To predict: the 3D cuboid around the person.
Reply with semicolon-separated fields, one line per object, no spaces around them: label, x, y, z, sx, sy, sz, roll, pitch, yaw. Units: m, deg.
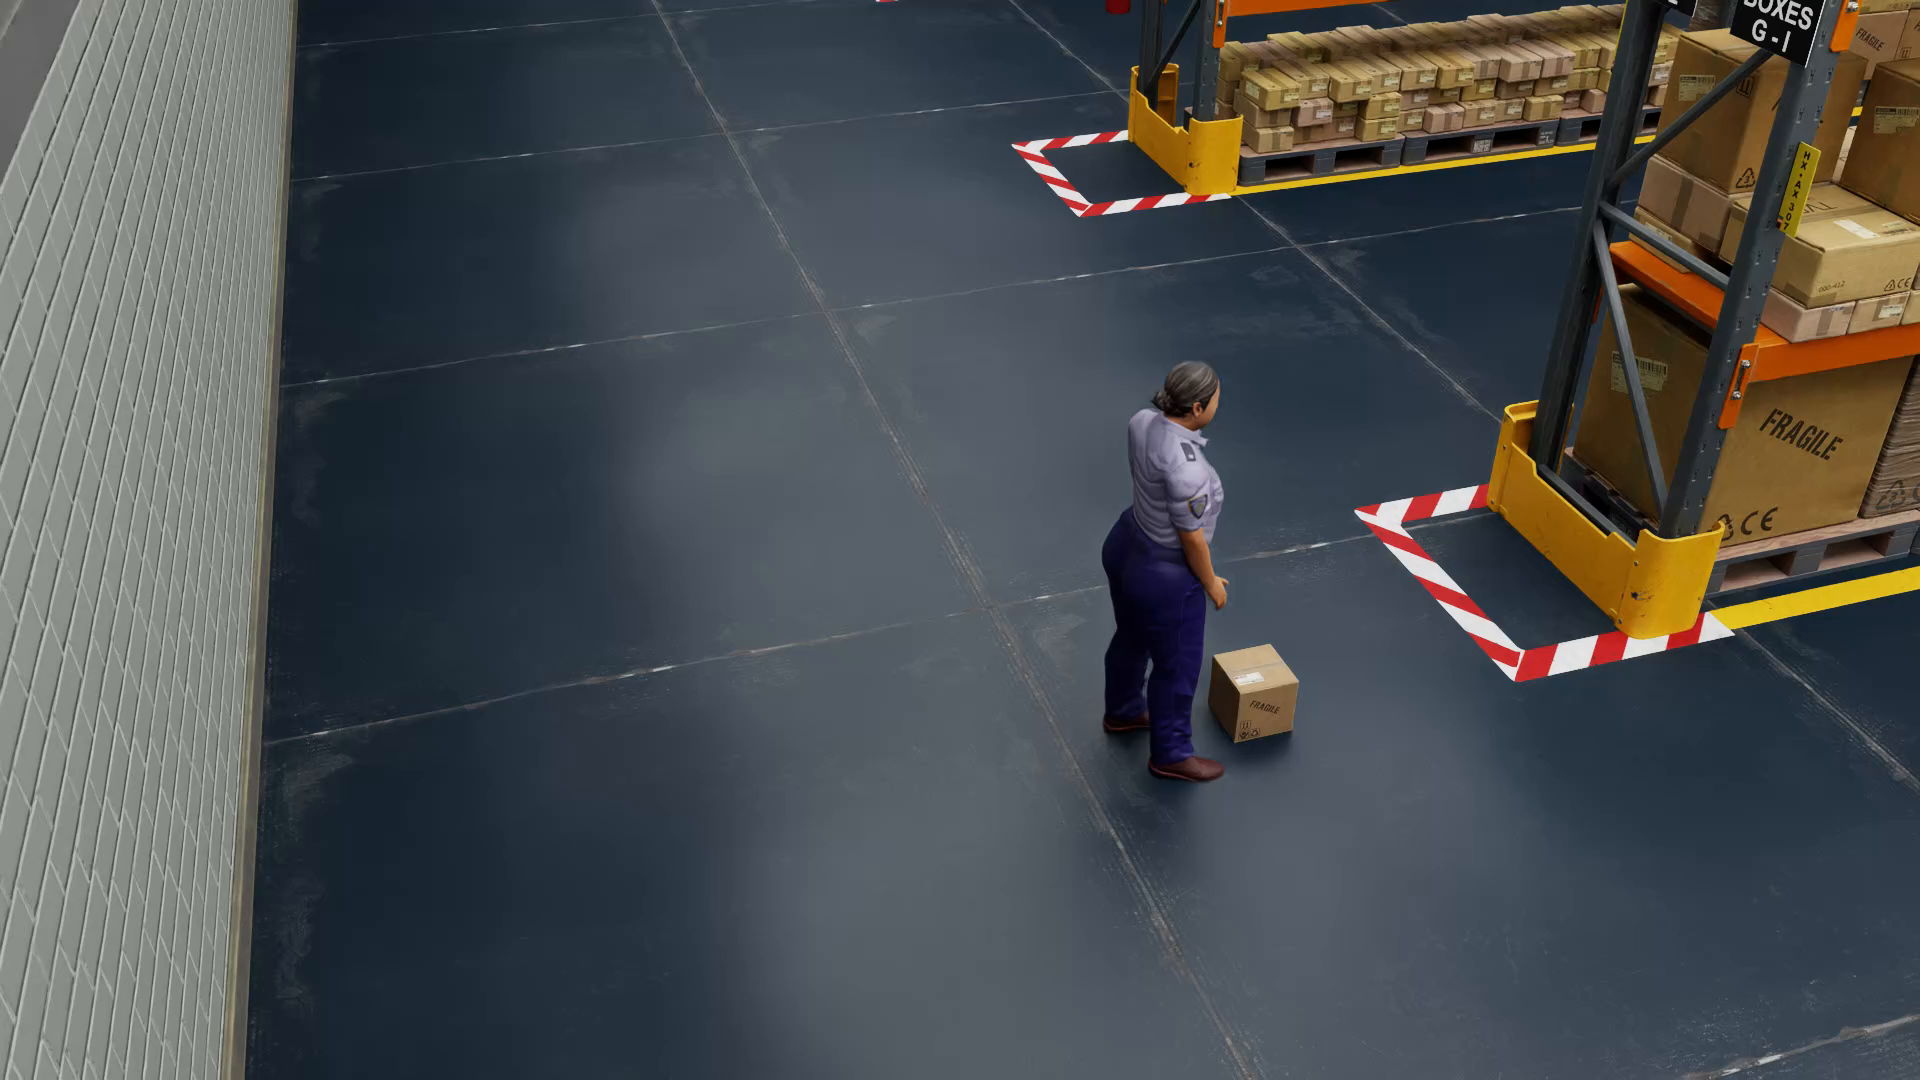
person;0.749;0.116;5.996;0.411;1.676;0.526;-10;35;-15
